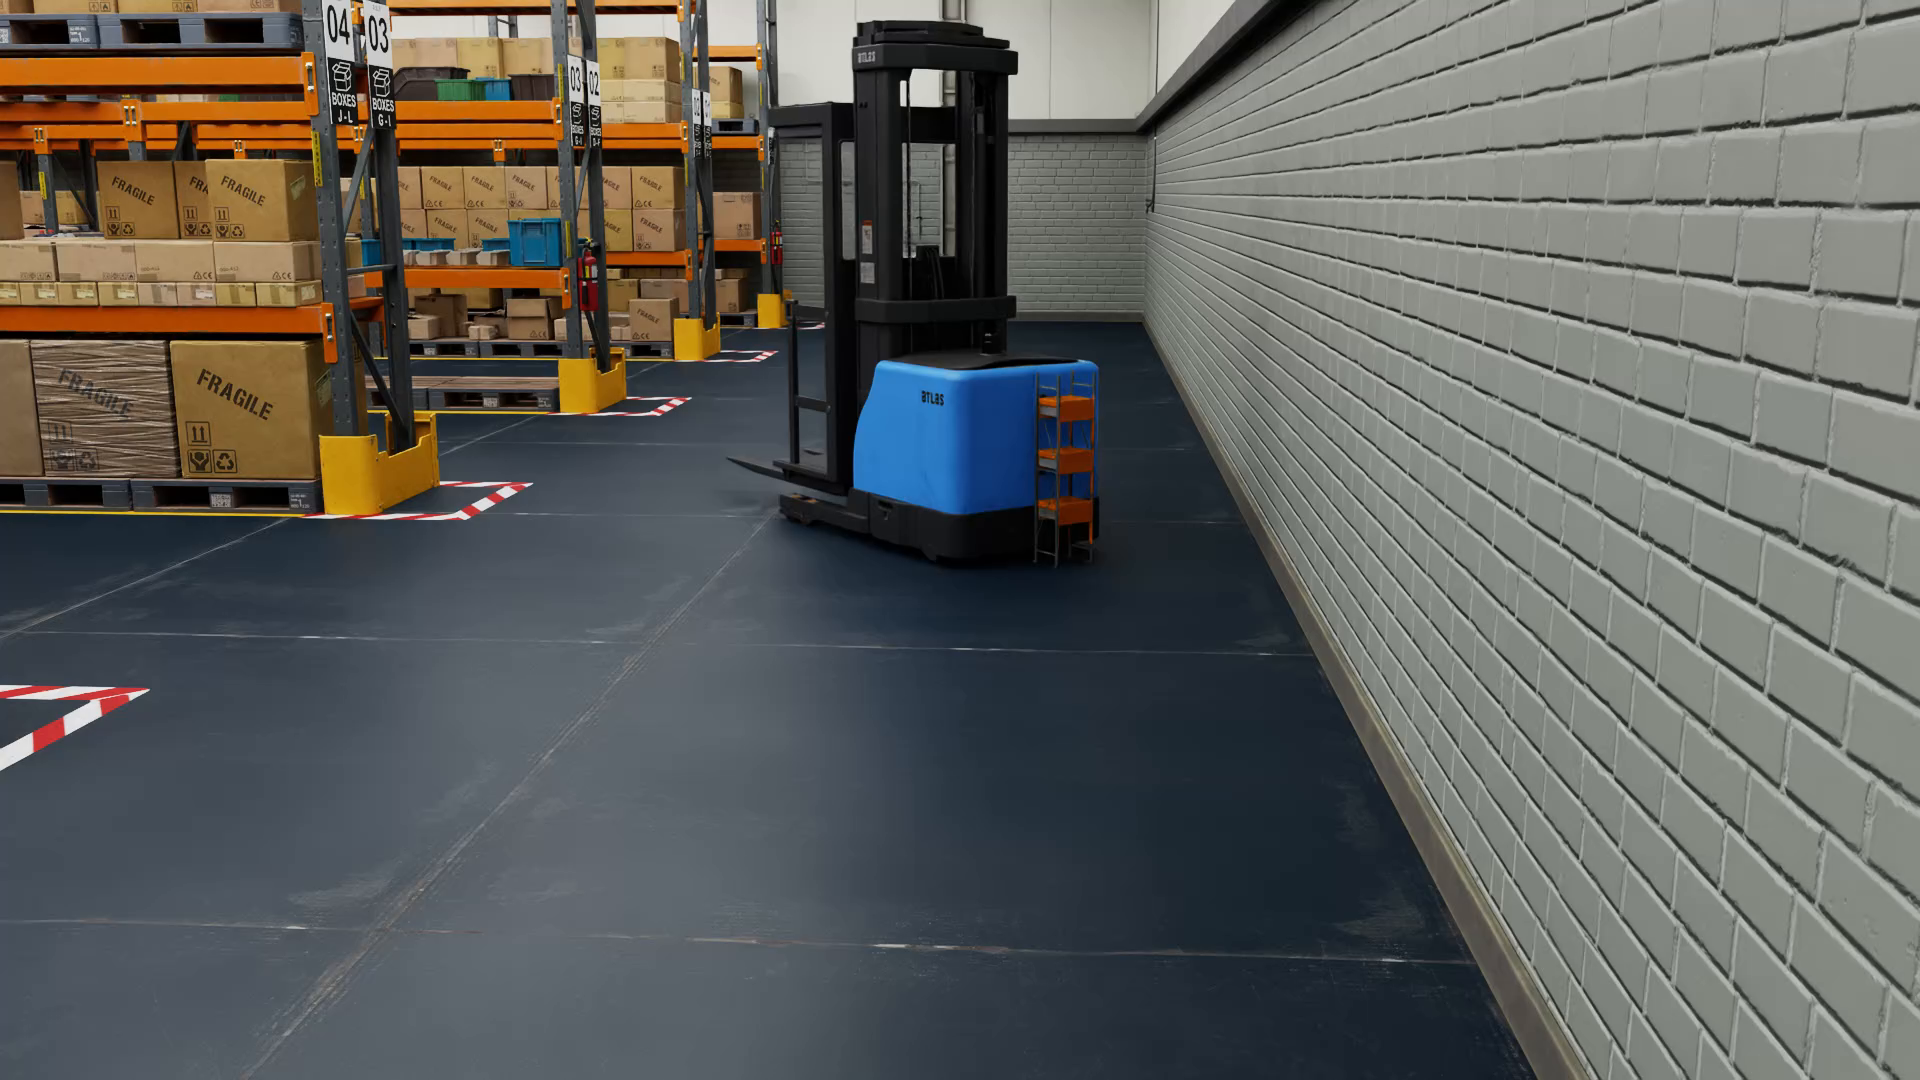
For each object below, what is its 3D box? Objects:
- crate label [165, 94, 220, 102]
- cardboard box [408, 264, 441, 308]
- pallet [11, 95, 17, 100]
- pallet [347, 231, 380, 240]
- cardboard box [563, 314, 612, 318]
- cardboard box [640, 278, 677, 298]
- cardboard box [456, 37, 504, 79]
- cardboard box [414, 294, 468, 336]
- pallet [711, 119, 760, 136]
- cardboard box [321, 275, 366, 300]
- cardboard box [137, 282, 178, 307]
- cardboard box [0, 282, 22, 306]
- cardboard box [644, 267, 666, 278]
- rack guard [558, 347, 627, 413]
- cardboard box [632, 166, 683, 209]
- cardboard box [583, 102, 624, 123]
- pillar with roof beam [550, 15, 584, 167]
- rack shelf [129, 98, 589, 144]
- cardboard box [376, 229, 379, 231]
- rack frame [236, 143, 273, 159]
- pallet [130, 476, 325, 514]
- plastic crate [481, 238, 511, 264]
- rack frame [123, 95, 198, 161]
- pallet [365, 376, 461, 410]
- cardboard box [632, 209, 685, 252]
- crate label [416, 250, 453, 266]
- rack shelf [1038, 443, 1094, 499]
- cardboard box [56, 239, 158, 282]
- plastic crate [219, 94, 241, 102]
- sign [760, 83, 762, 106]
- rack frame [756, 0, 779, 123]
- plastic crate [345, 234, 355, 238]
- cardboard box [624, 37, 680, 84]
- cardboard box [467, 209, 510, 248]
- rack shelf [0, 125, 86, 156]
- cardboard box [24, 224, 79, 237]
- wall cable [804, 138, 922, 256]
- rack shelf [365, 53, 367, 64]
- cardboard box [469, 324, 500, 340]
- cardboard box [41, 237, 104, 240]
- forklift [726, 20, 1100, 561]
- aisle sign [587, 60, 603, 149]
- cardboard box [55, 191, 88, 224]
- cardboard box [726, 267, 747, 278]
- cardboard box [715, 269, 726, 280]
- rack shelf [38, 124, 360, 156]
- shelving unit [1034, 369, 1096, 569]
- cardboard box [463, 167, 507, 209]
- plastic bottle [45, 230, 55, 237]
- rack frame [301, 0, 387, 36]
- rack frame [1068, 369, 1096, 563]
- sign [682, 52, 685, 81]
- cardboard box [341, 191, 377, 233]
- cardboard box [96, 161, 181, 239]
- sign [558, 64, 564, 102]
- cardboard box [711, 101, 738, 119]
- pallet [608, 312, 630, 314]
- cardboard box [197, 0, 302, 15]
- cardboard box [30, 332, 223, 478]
[{"bbox_3d":[-7.048,-4.084,15.286,0.466,0.136,0.293,1,12,4],"label":"crate label"},{"bbox_3d":[-8.400,-3.982,25.704,0.750,0.750,0.750,1,12,5],"label":"cardboard box"},{"bbox_3d":[-9.438,-4.193,15.620,1.213,0.211,1.003,1,12,4],"label":"pallet"},{"bbox_3d":[-7.973,-3.762,20.896,1.213,0.211,1.003,1,12,4],"label":"pallet"},{"bbox_3d":[-4.713,-2.717,21.071,0.500,0.250,0.500,1,12,4],"label":"cardboard box"},{"bbox_3d":[-4.571,-3.765,25.520,0.500,0.500,0.700,0,12,2],"label":"cardboard box"},{"bbox_3d":[-5.706,-5.789,20.106,0.500,0.500,0.700,1,12,4],"label":"cardboard box"},{"bbox_3d":[-6.595,-2.865,21.168,0.500,0.500,0.500,1,12,4],"label":"cardboard box"},{"bbox_3d":[-3.605,-6.213,25.035,1.213,0.211,1.003,1,12,4],"label":"pallet"},{"bbox_3d":[-4.189,-1.694,11.153,0.250,0.149,0.380,1,12,4],"label":"cardboard box"},{"bbox_3d":[-4.995,-1.570,10.559,0.250,0.149,0.380,1,12,5],"label":"cardboard box"},{"bbox_3d":[-6.020,-1.583,10.624,0.250,0.149,0.380,0,12,2],"label":"cardboard box"},{"bbox_3d":[-4.696,-4.125,25.657,0.250,0.149,0.380,1,12,4],"label":"cardboard box"},{"bbox_3d":[-3.501,-1.535,15.886,0.348,0.500,1.175,1,12,4],"label":"rack guard"},{"bbox_3d":[-3.654,-4.256,20.104,0.500,0.500,0.500,1,12,3],"label":"cardboard box"},{"bbox_3d":[-4.220,-5.125,19.984,0.500,0.250,0.500,1,12,4],"label":"cardboard box"},{"bbox_3d":[-6.387,-7.059,21.536,0.400,9.000,9.100,1,12,4],"label":"pillar with roof beam"},{"bbox_3d":[-5.522,-3.900,15.516,4.000,0.370,1.077,1,12,4],"label":"rack shelf"},{"bbox_3d":[-8.741,-4.701,25.480,0.250,0.149,0.380,1,12,6],"label":"cardboard box"},{"bbox_3d":[-10.846,-4.890,25.818,0.127,3.000,1.000,1,12,4],"label":"rack frame"},{"bbox_3d":[-4.660,-0.374,11.043,1.213,0.211,1.003,1,12,4],"label":"pallet"},{"bbox_3d":[-4.408,-2.783,16.011,0.300,0.233,0.416,1,12,4],"label":"plastic crate"},{"bbox_3d":[-7.517,-2.811,15.880,0.127,3.000,1.000,1,12,4],"label":"rack frame"},{"bbox_3d":[-5.561,-1.428,16.079,1.213,0.211,1.003,1,12,4],"label":"pallet"},{"bbox_3d":[-3.657,-3.768,20.209,0.500,0.500,0.500,1,12,5],"label":"cardboard box"},{"bbox_3d":[-4.920,-2.637,15.544,0.243,0.136,0.396,1,12,4],"label":"crate label"},{"bbox_3d":[0.569,-0.378,9.063,0.240,0.259,0.215,-8,14,-35],"label":"rack shelf"},{"bbox_3d":[-5.372,-1.783,10.606,0.500,0.250,0.500,0,12,2],"label":"cardboard box"},{"bbox_3d":[-7.074,-4.232,15.863,0.662,0.188,0.450,1,12,4],"label":"plastic crate"},{"bbox_3d":[-2.914,-6.532,24.376,0.005,0.325,0.100,1,12,4],"label":"sign"},{"bbox_3d":[-2.864,-7.717,24.680,0.127,3.000,1.000,1,12,4],"label":"rack frame"},{"bbox_3d":[-6.006,-2.724,15.607,0.530,0.282,0.437,1,12,4],"label":"plastic crate"},{"bbox_3d":[-3.705,-5.778,20.054,0.500,0.500,0.700,1,12,4],"label":"cardboard box"},{"bbox_3d":[-5.682,-3.796,20.343,0.500,0.500,0.500,1,12,3],"label":"cardboard box"},{"bbox_3d":[-13.169,-5.021,20.877,4.000,0.370,1.077,1,12,4],"label":"rack shelf"},{"bbox_3d":[-11.534,-3.848,21.055,0.500,0.311,0.500,2,12,7],"label":"cardboard box"},{"bbox_3d":[-1.523,-5.453,26.030,1.851,1.984,0.084,1,12,4],"label":"wall cable"},{"bbox_3d":[-8.851,-7.251,25.187,4.000,0.370,1.077,1,12,4],"label":"rack shelf"},{"bbox_3d":[-5.915,-2.592,20.677,0.250,0.166,0.380,1,12,4],"label":"cardboard box"},{"bbox_3d":[-5.859,-1.898,11.155,0.500,0.250,0.500,1,12,3],"label":"cardboard box"},{"bbox_3d":[-0.462,-1.570,10.115,1.130,2.935,3.031,-8,14,-34],"label":"forklift"},{"bbox_3d":[-3.435,-4.088,15.638,0.004,0.787,0.394,1,12,4],"label":"aisle sign"},{"bbox_3d":[-13.775,-5.186,25.914,0.500,0.500,0.700,2,12,10],"label":"cardboard box"},{"bbox_3d":[-3.431,-4.108,25.576,0.250,0.149,0.380,1,12,4],"label":"cardboard box"},{"bbox_3d":[-3.710,-4.033,25.219,0.250,0.149,0.380,1,12,3],"label":"cardboard box"},{"bbox_3d":[-9.178,-4.966,20.615,4.000,0.370,1.077,1,12,4],"label":"rack shelf"},{"bbox_3d":[0.569,-0.388,9.061,0.252,1.050,0.215,-8,14,-35],"label":"shelving unit"},{"bbox_3d":[-5.704,-4.283,20.232,0.500,0.500,0.500,0,12,2],"label":"cardboard box"},{"bbox_3d":[-8.631,-2.765,15.779,0.185,0.351,0.144,1,12,4],"label":"plastic bottle"},{"bbox_3d":[-3.857,-4.681,10.167,0.127,3.000,1.000,1,12,4],"label":"rack frame"},{"bbox_3d":[0.668,-0.403,9.130,0.008,1.050,0.200,-8,14,-35],"label":"rack frame"},{"bbox_3d":[-3.249,-5.557,19.518,0.005,0.325,0.100,1,12,4],"label":"sign"},{"bbox_3d":[-7.640,-4.130,20.914,0.500,0.500,0.700,-3,12,-15],"label":"cardboard box"},{"bbox_3d":[-5.334,-2.258,11.046,0.500,0.500,0.500,0,12,2],"label":"cardboard box"},{"bbox_3d":[-3.547,-4.061,14.784,0.005,0.325,0.100,1,12,4],"label":"sign"},{"bbox_3d":[-3.613,-6.385,24.738,0.500,0.250,0.500,1,12,5],"label":"cardboard box"},{"bbox_3d":[-4.881,-3.428,25.638,1.213,0.211,1.003,1,12,4],"label":"pallet"},{"bbox_3d":[-4.380,-3.512,10.393,0.500,0.500,0.700,0,12,0],"label":"cardboard box"},{"bbox_3d":[-5.409,-0.915,10.979,0.875,0.875,0.875,1,12,4],"label":"cardboard box"}]
